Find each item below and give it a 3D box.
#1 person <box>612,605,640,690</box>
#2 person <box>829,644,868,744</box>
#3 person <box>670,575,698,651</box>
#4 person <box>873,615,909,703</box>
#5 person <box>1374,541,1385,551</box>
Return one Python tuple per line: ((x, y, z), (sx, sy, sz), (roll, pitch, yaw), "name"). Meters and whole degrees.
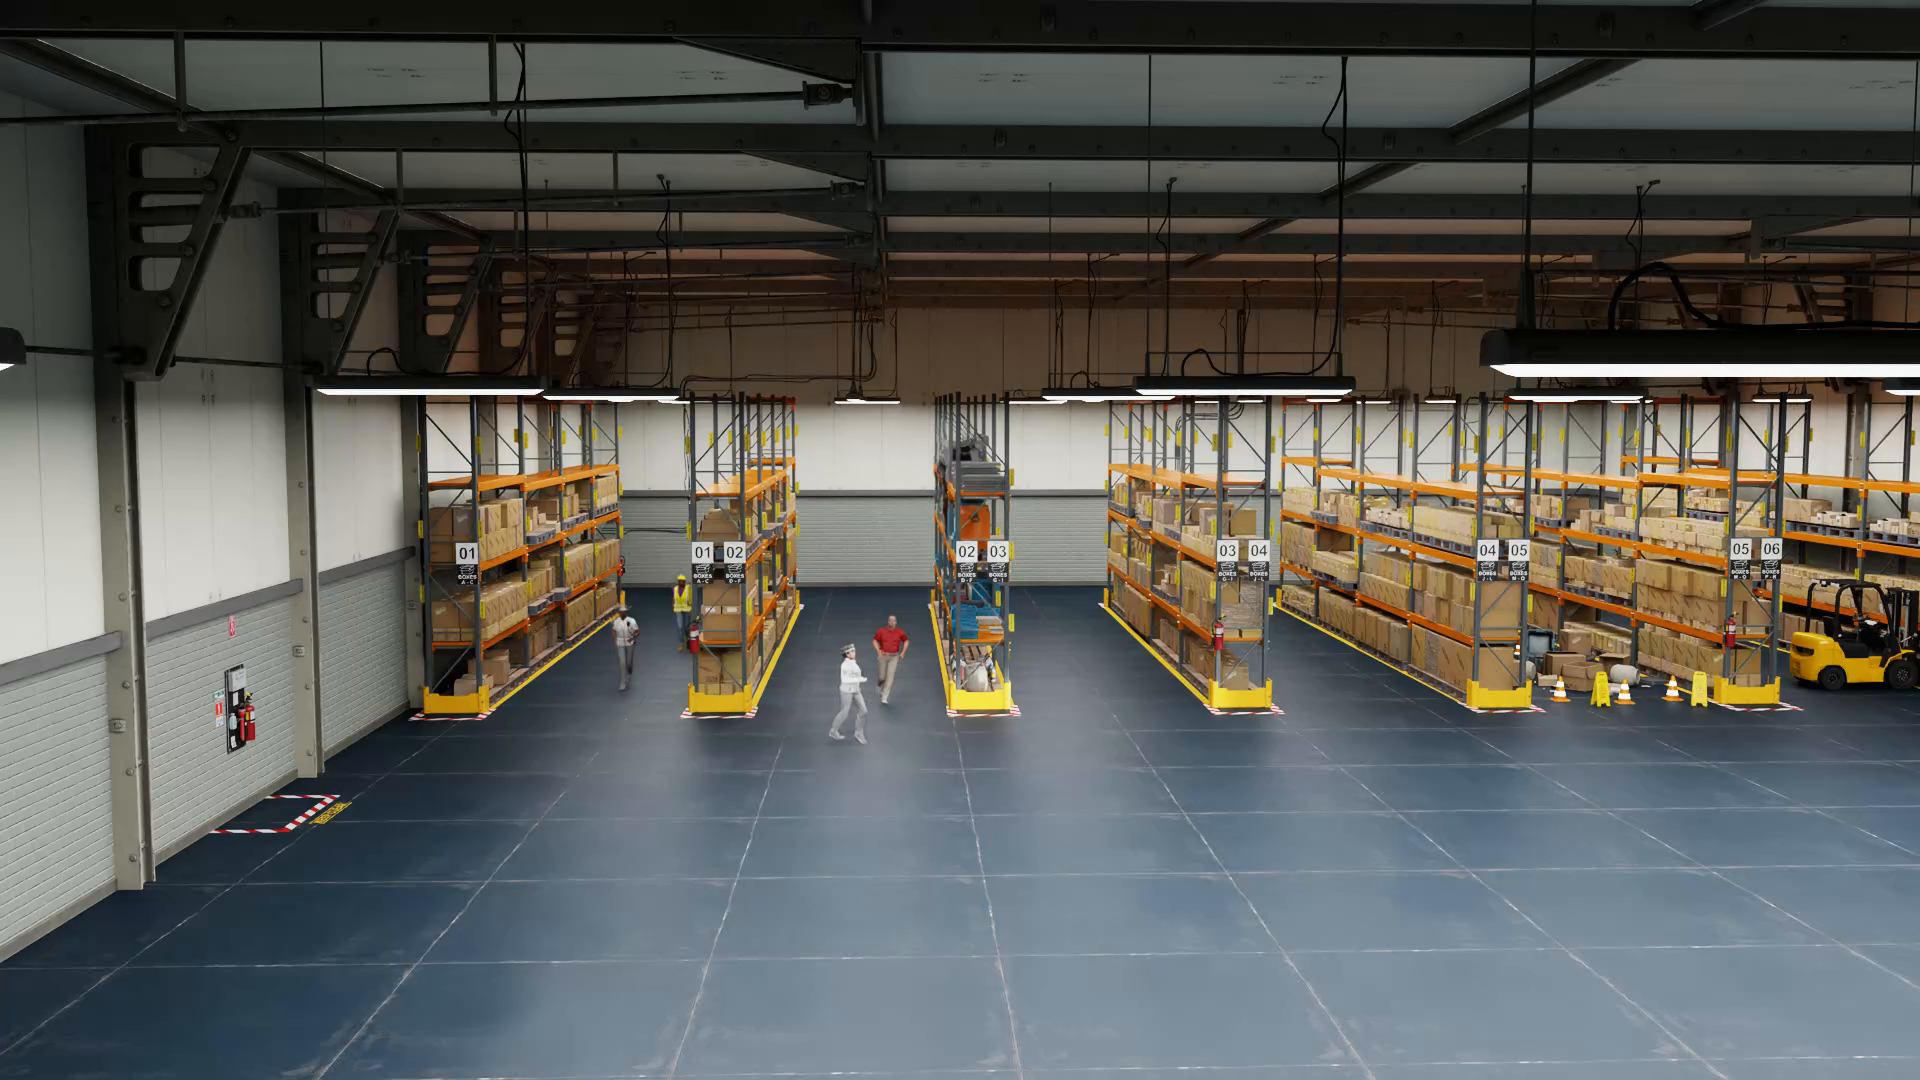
((-6.798, 2.145, 33.847), (0.573, 1.696, 0.859), (0, 5, -6), "person")
((-1.883, 2.623, 28.260), (0.753, 1.753, 0.594), (2, 5, 25), "person")
((-6.531, 1.704, 39.315), (0.689, 1.767, 0.852), (0, 5, 1), "person")
((-1.342, 2.301, 32.373), (0.704, 1.674, 0.755), (0, 5, -3), "person")
((12.425, 0.893, 49.331), (0.962, 1.759, 0.720), (-2, 5, -19), "person")
